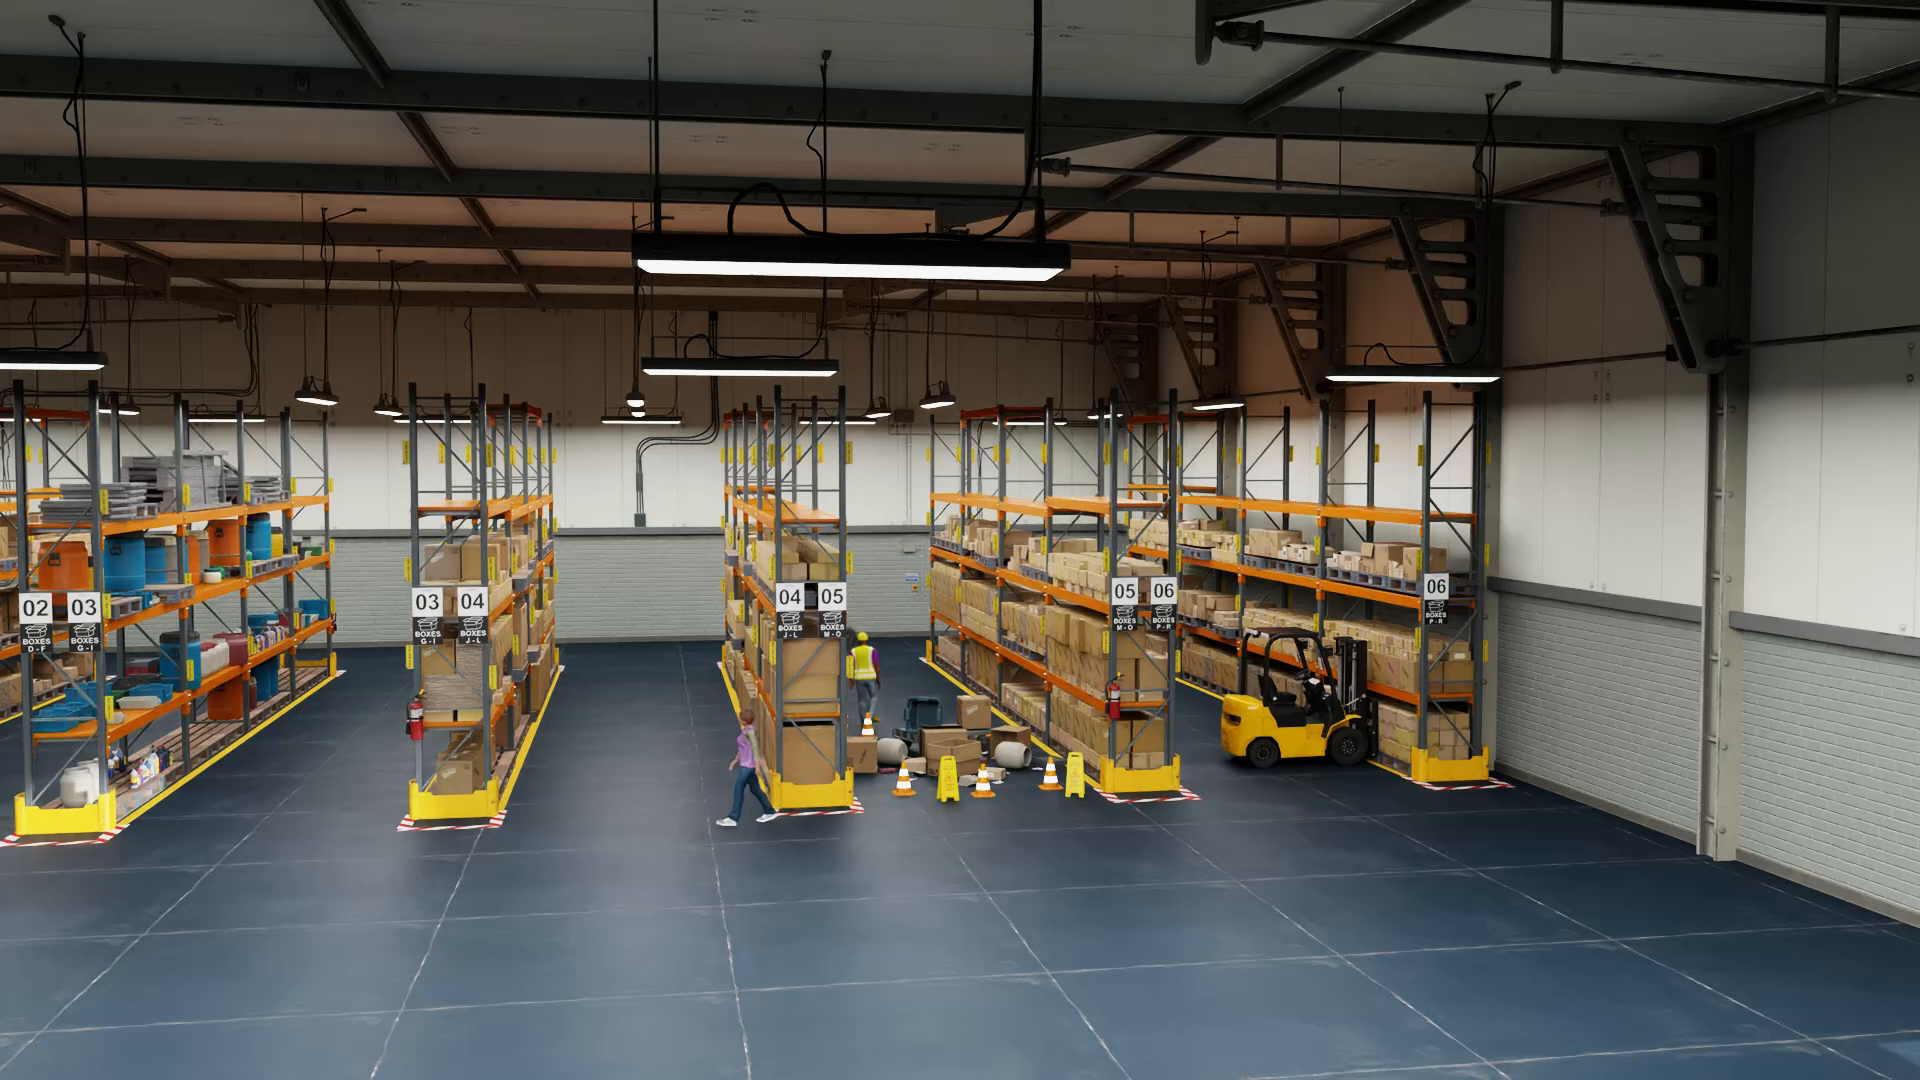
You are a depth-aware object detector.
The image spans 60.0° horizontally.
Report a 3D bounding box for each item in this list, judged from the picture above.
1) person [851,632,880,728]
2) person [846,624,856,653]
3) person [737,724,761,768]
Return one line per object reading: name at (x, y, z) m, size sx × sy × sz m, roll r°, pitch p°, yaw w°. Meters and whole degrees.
person at (-1.731, 2.568, 30.559) m, size 0.537 × 1.755 × 0.500 m, roll 0°, pitch 3°, yaw -2°
person at (-2.844, 2.294, 39.576) m, size 0.941 × 0.847 × 0.381 m, roll -3°, pitch 4°, yaw -45°
person at (-2.862, 2.795, 22.579) m, size 0.321 × 0.576 × 0.418 m, roll 0°, pitch 3°, yaw -5°
